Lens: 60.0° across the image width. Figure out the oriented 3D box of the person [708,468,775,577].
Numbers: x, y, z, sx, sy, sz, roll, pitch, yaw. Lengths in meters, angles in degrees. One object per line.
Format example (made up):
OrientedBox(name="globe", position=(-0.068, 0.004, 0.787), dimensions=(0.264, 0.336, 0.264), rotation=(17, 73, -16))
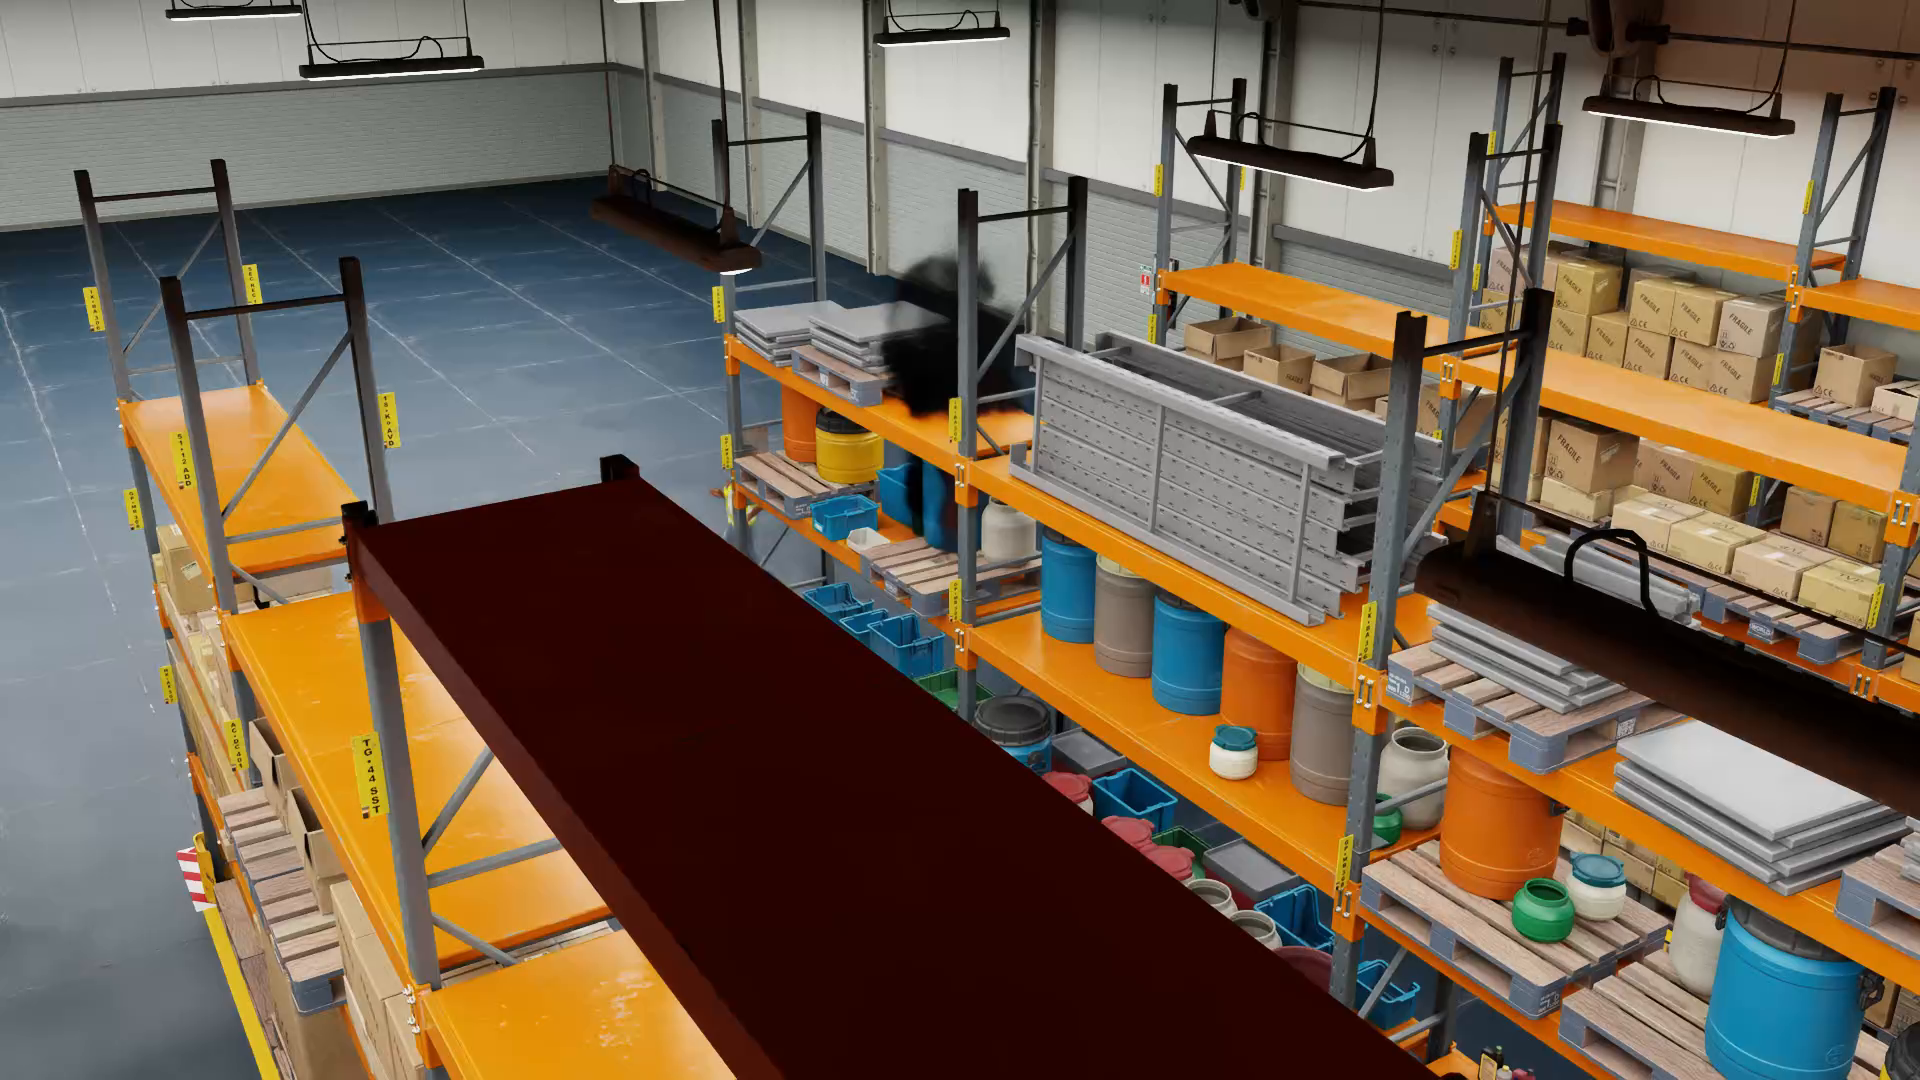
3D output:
OrientedBox(name="person", position=(-2.569, -0.188, 19.493), dimensions=(0.730, 1.822, 0.674), rotation=(-2, 22, -6))
